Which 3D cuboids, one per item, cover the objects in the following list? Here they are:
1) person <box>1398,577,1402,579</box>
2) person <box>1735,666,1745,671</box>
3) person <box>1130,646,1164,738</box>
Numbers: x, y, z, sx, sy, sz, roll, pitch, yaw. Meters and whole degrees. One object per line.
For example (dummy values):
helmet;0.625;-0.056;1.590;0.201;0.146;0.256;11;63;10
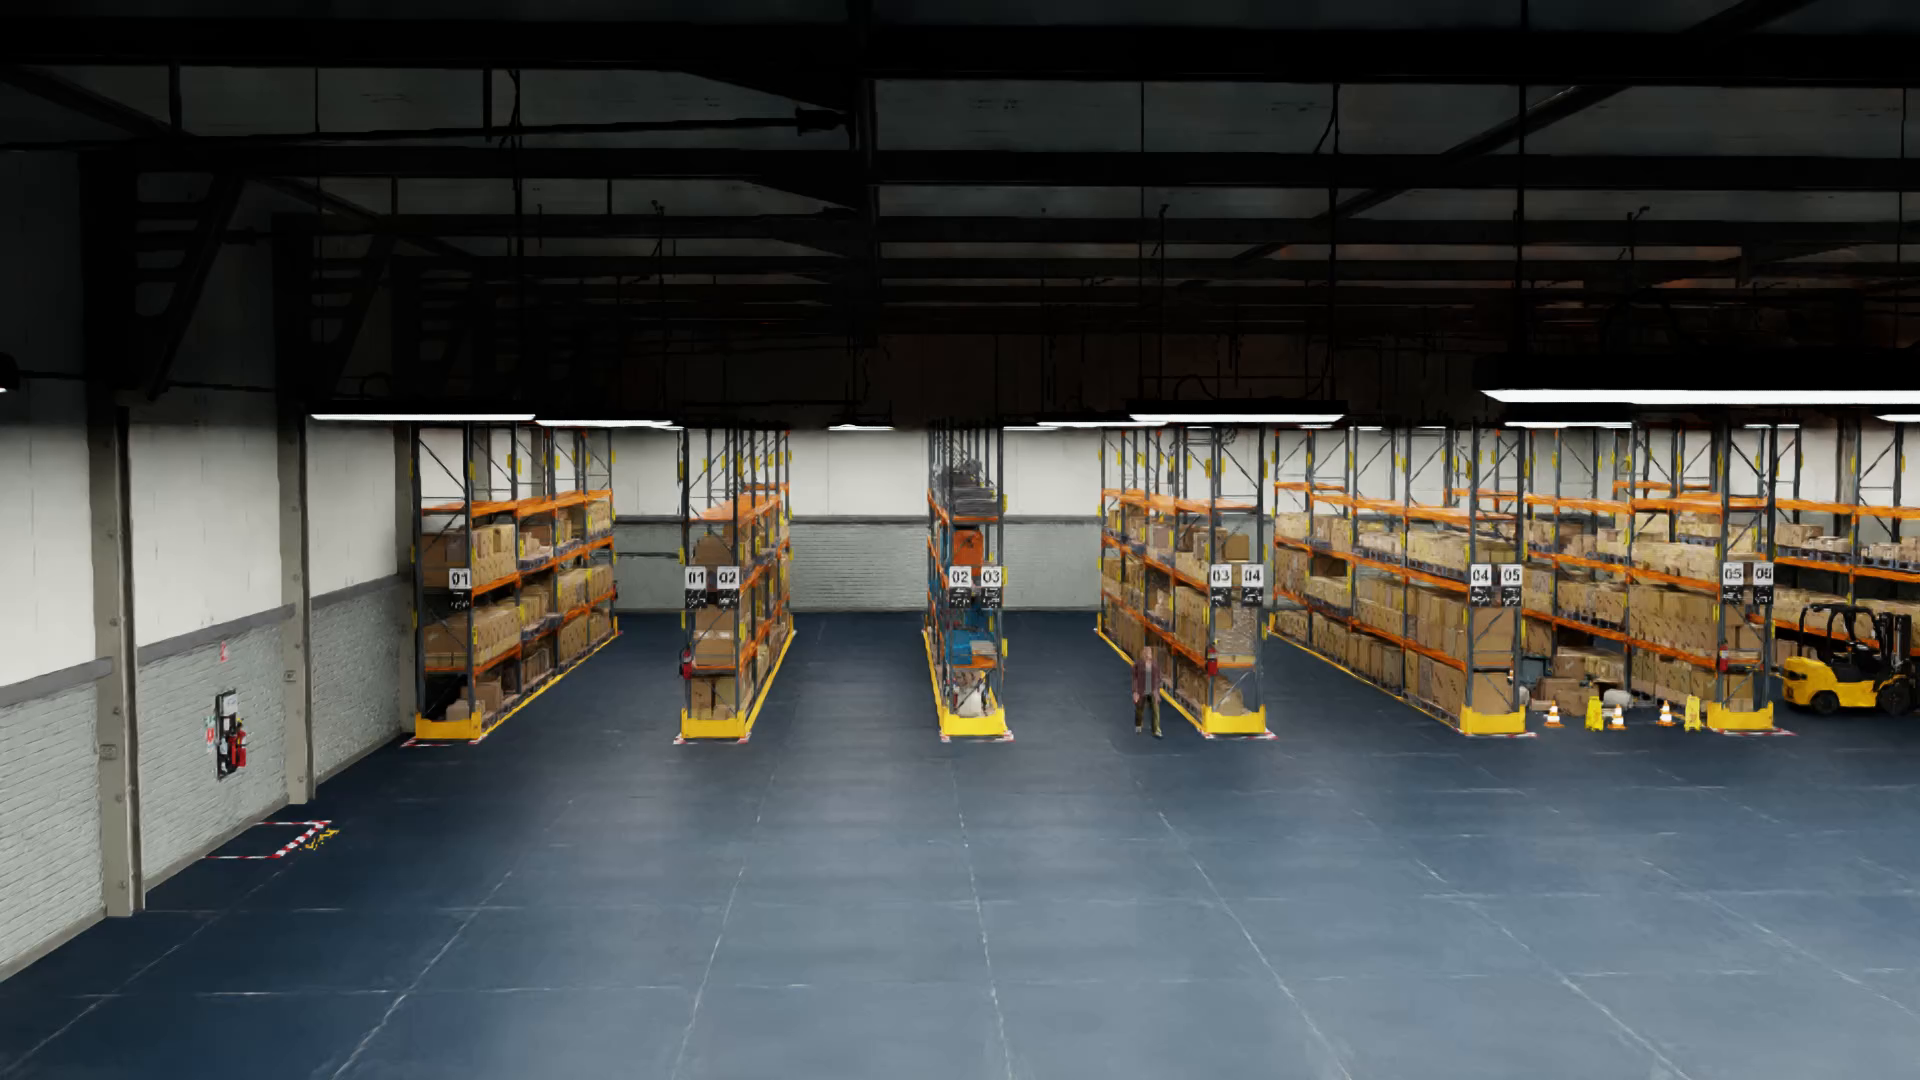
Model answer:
person;11.897;1.876;45.089;0.647;1.773;0.691;1;4;20
person;16.630;2.595;35.530;0.449;1.599;0.467;2;4;29
person;3.490;2.819;31.116;0.601;1.696;1.184;0;4;-4
